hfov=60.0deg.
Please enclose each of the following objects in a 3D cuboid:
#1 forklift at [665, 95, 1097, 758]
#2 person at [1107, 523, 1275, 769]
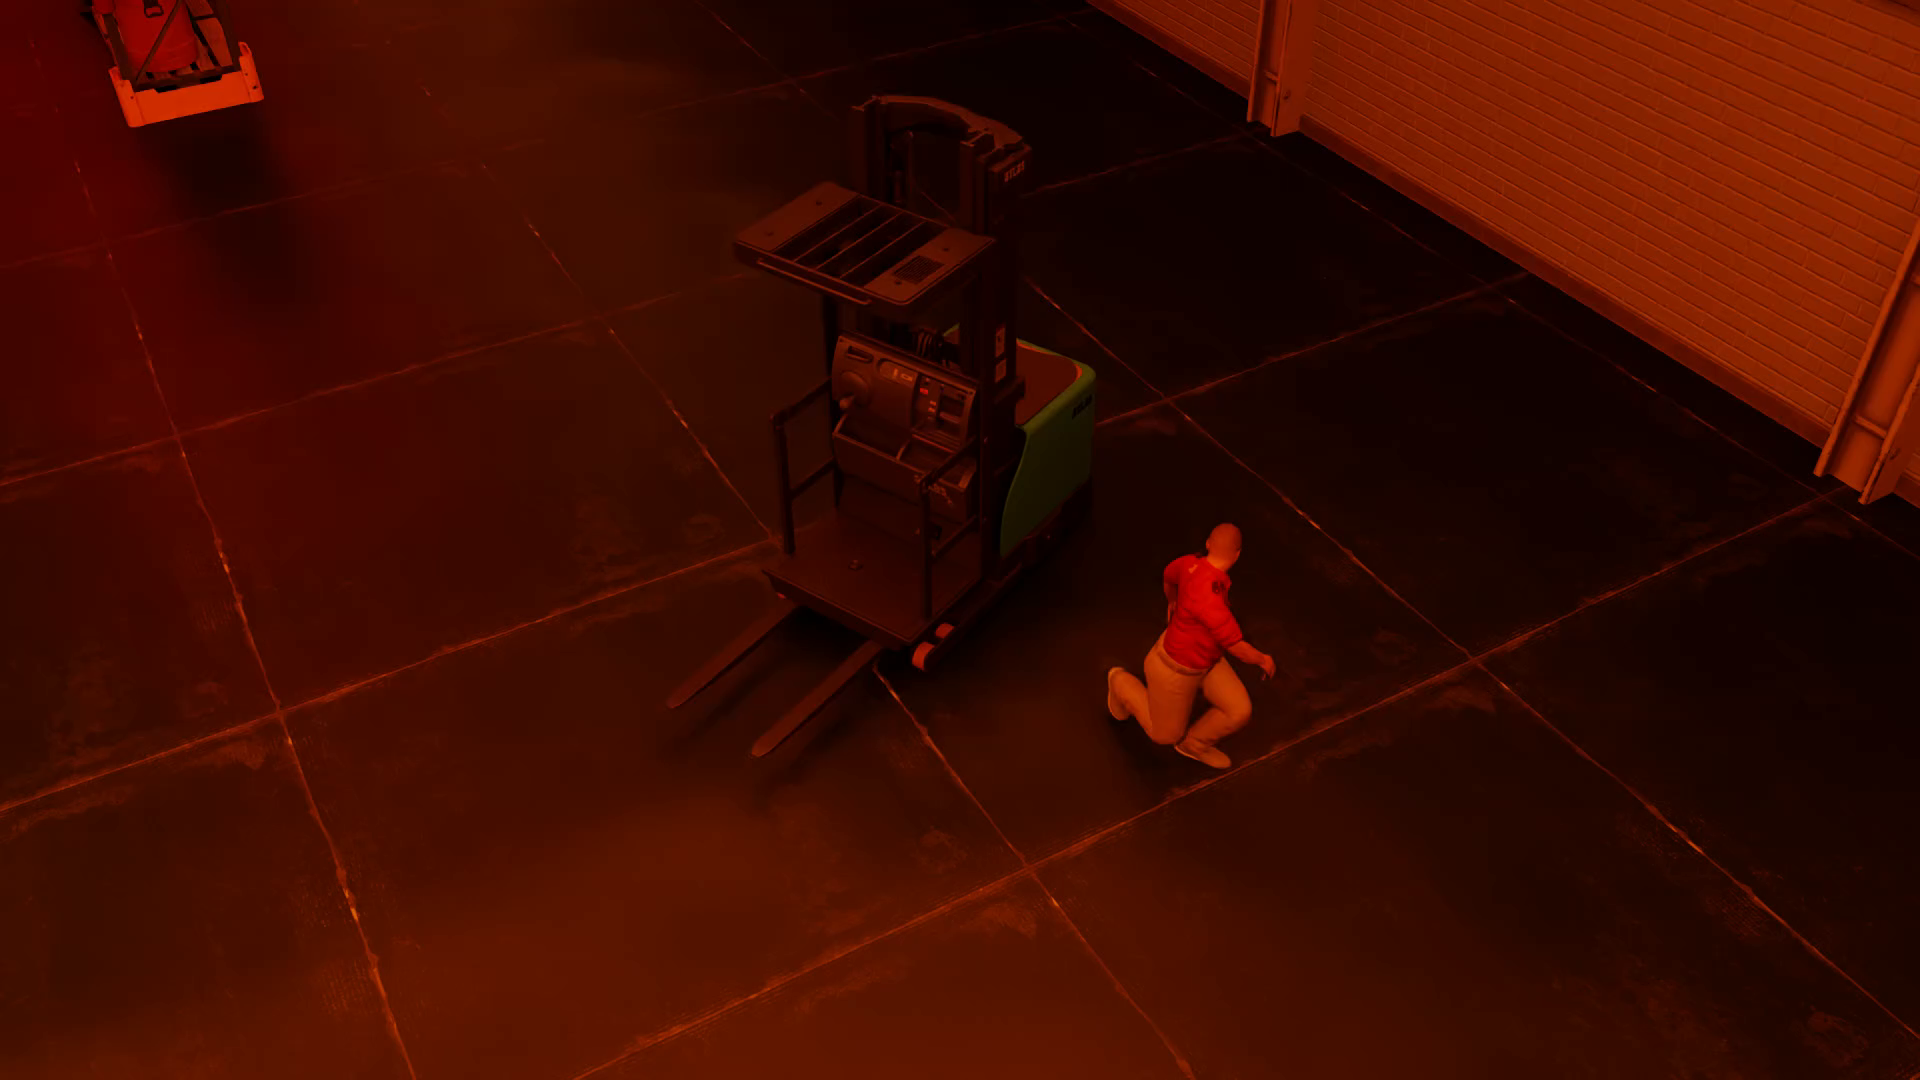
[{"bbox_3d":[-0.435,-0.739,8.927,1.130,2.935,3.031,24,46,27],"label":"forklift"},{"bbox_3d":[1.196,0.528,8.565,0.897,1.510,0.636,21,44,23],"label":"person"}]
